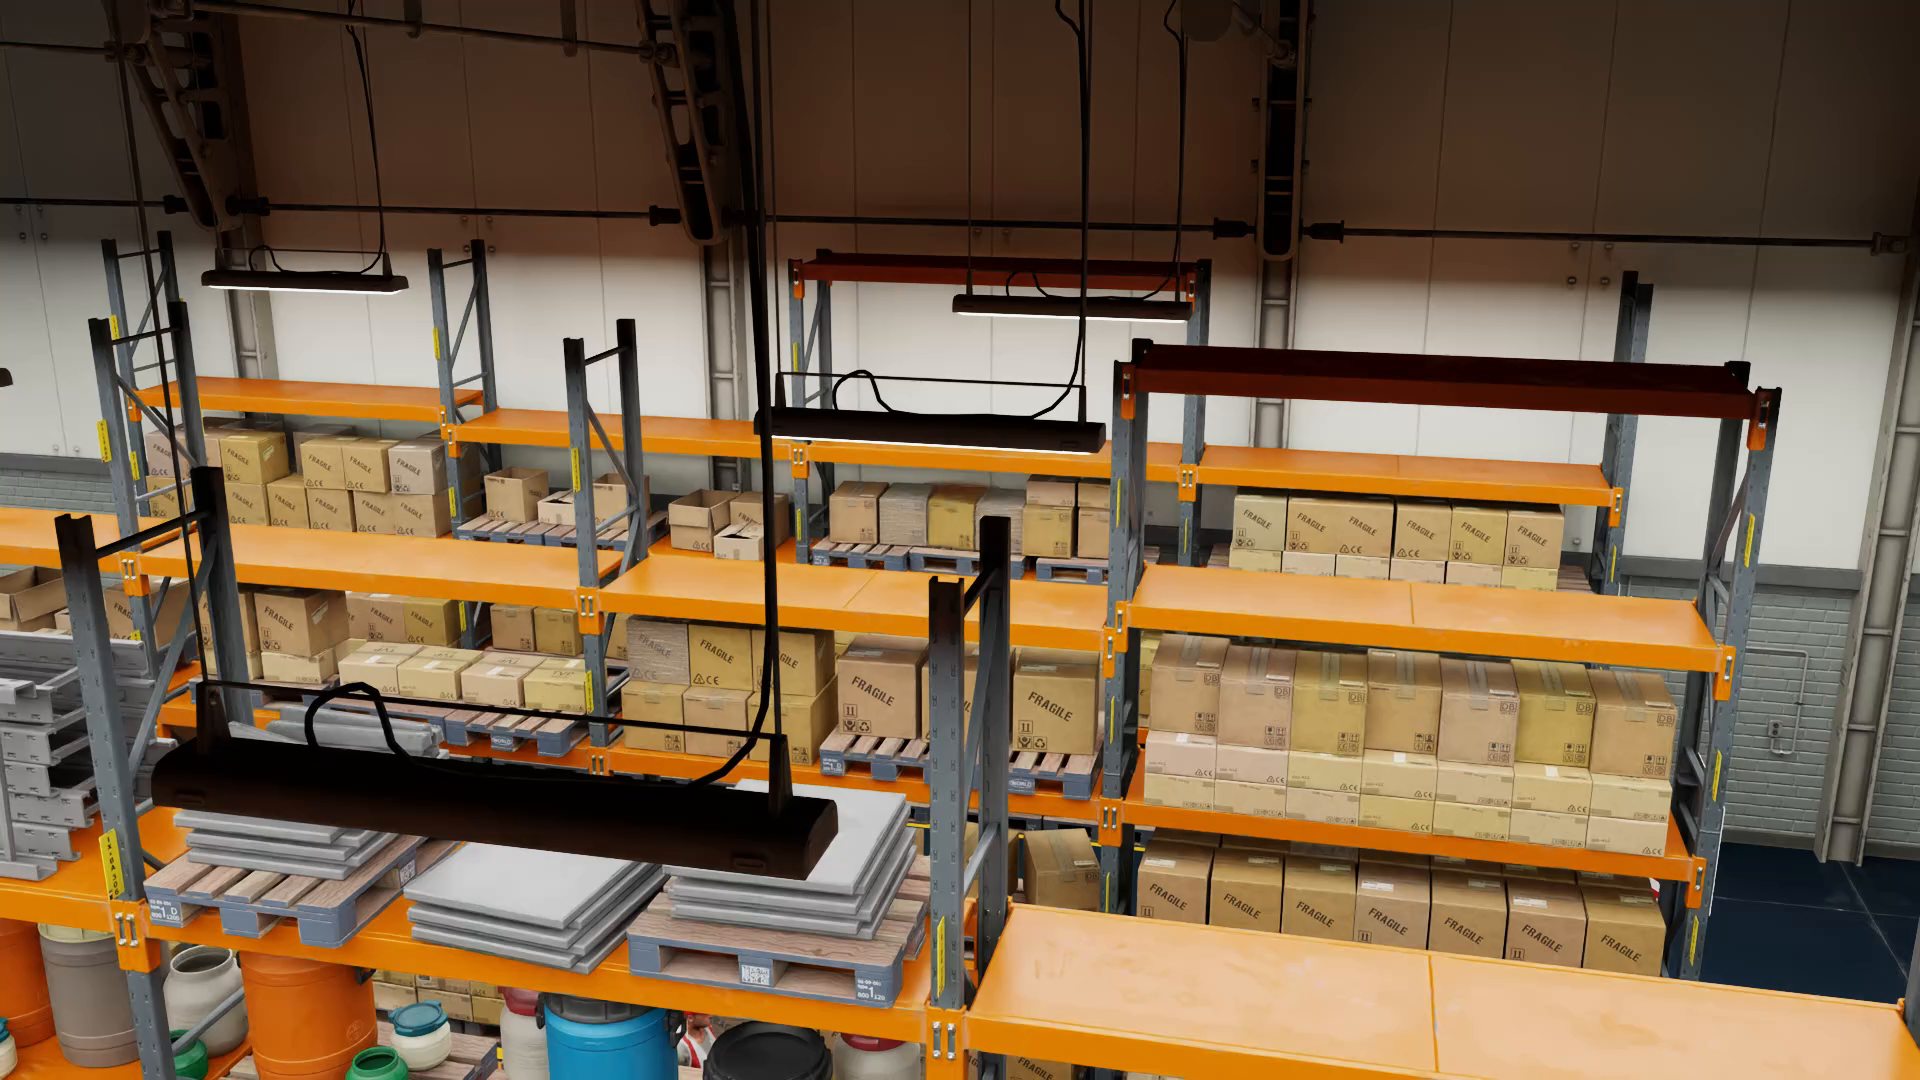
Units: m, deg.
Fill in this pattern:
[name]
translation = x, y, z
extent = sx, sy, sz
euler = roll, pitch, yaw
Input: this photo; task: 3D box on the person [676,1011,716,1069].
[person]
translation = -1.904, 3.957, 11.696
extent = 0.550, 1.784, 0.574
euler = 7, 18, 21
